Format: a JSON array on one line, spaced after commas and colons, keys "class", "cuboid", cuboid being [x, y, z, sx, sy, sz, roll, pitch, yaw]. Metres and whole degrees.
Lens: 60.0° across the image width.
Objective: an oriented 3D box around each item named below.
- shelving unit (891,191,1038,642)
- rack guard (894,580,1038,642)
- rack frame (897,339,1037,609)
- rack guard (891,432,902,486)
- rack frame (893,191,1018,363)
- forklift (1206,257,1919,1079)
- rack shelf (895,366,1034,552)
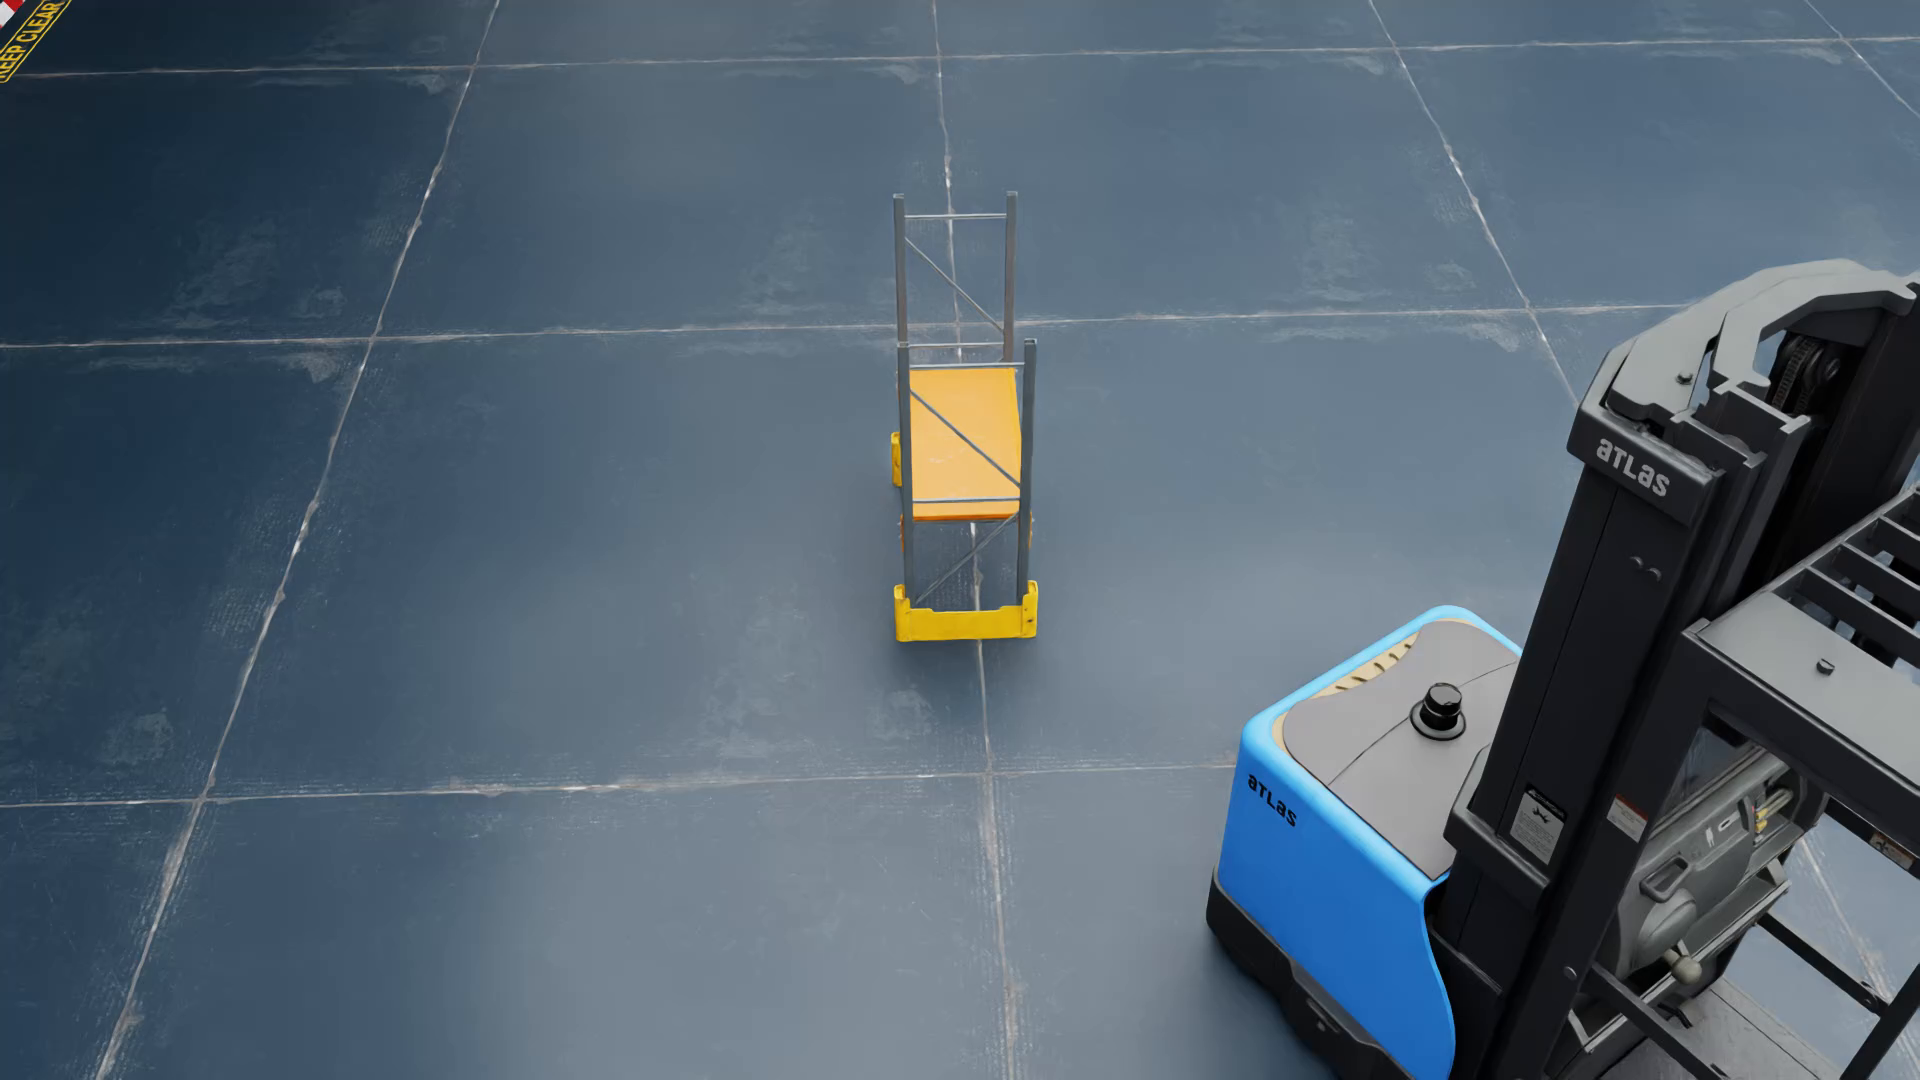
[{"class": "shelving unit", "cuboid": [0.003, -0.501, 6.837, 0.587, 1.500, 1.083, -2, 43, -2]}, {"class": "rack guard", "cuboid": [0.024, 0.296, 6.892, 0.587, 0.250, 0.087, -2, 43, -2]}, {"class": "rack frame", "cuboid": [0.025, -0.152, 6.456, 0.500, 1.500, 0.032, -2, 43, -2]}, {"class": "rack guard", "cuboid": [-0.018, -0.377, 7.626, 0.587, 0.250, 0.087, -2, 43, -2]}, {"class": "rack frame", "cuboid": [-0.018, -0.838, 7.204, 0.500, 1.500, 0.032, -2, 43, -2]}, {"class": "forklift", "cuboid": [2.138, 0.902, 4.246, 1.130, 2.935, 3.031, -26, 49, -26]}, {"class": "rack shelf", "cuboid": [0.004, -0.363, 6.952, 0.538, 0.185, 1.000, -2, 43, -2]}]
